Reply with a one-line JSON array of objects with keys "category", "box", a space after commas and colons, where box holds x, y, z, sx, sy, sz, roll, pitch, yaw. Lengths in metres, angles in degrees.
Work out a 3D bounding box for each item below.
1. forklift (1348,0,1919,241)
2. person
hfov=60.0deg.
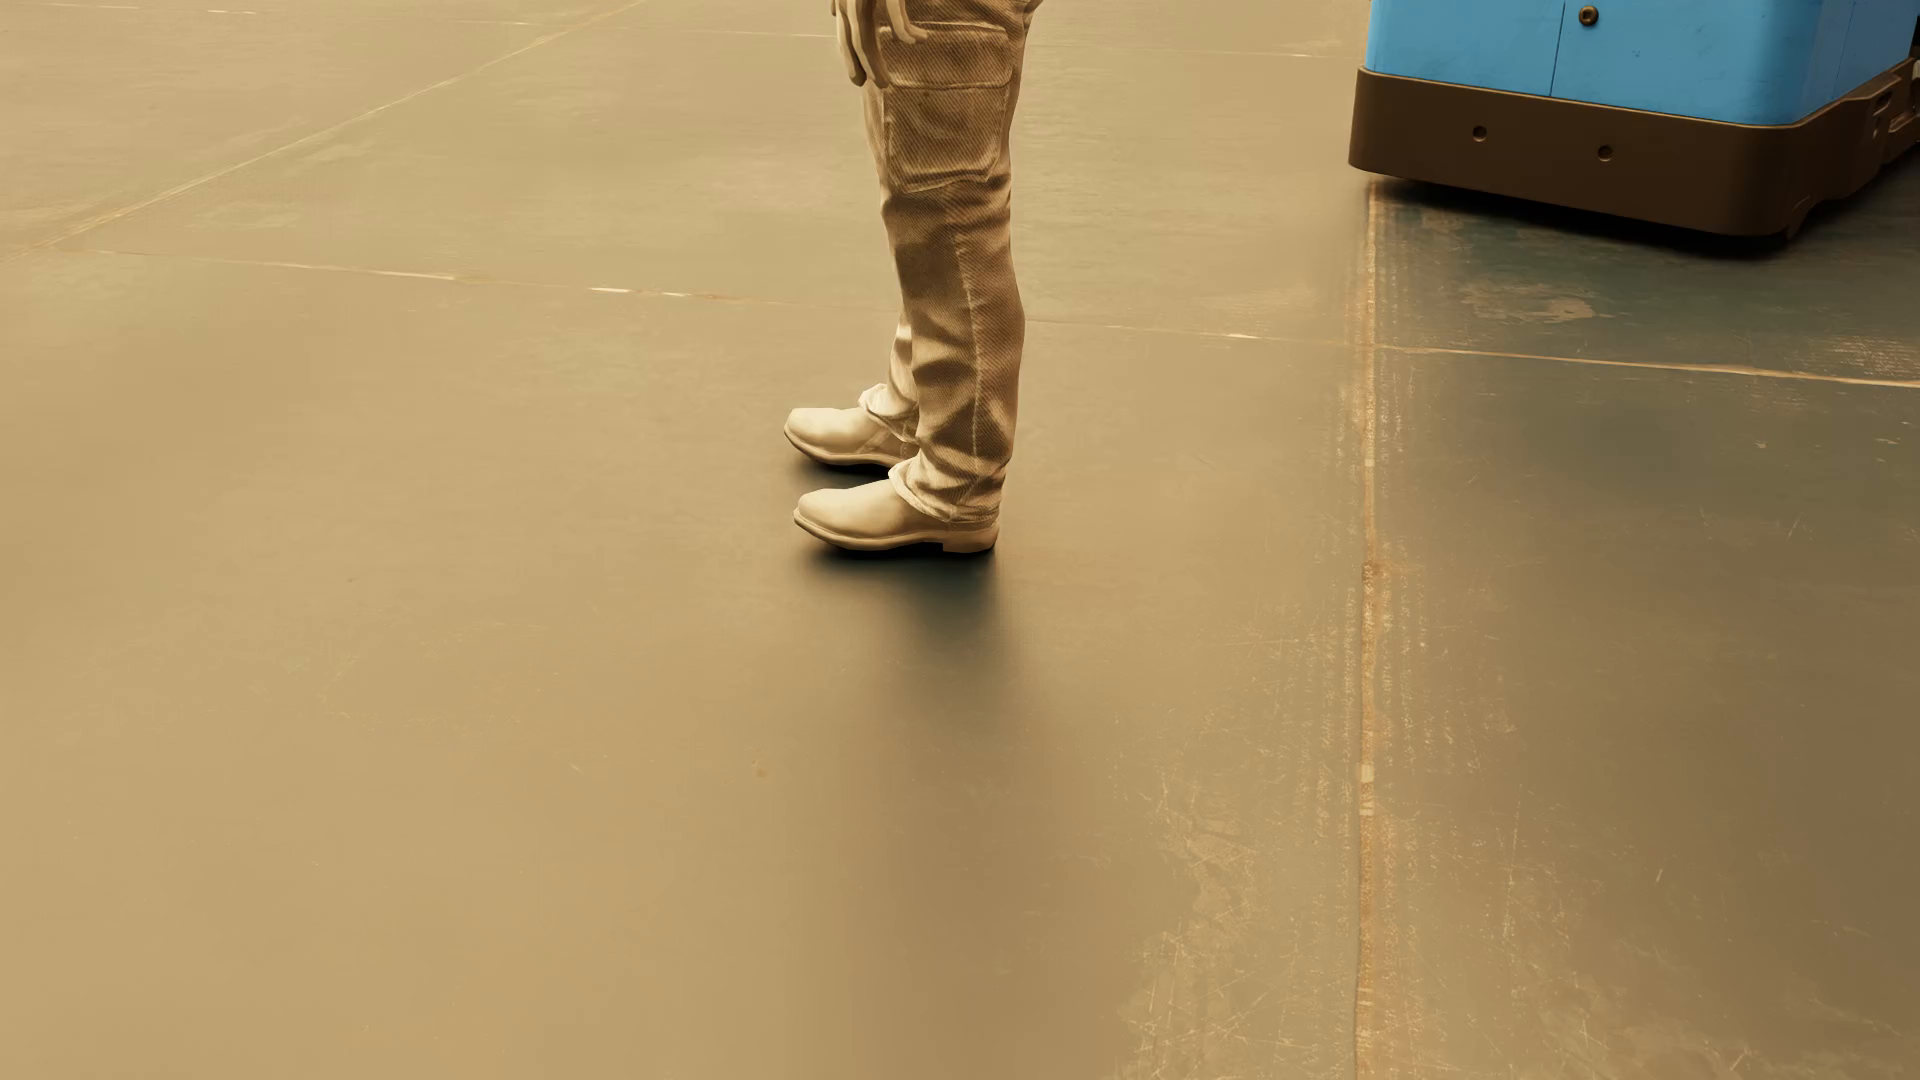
[{"category": "forklift", "box": [2.322, -2.567, 4.335, 1.130, 2.935, 3.031, 21, 33, 35]}, {"category": "person", "box": [-0.068, -0.814, 2.117, 0.577, 1.782, 0.656, 6, 27, 11]}]
